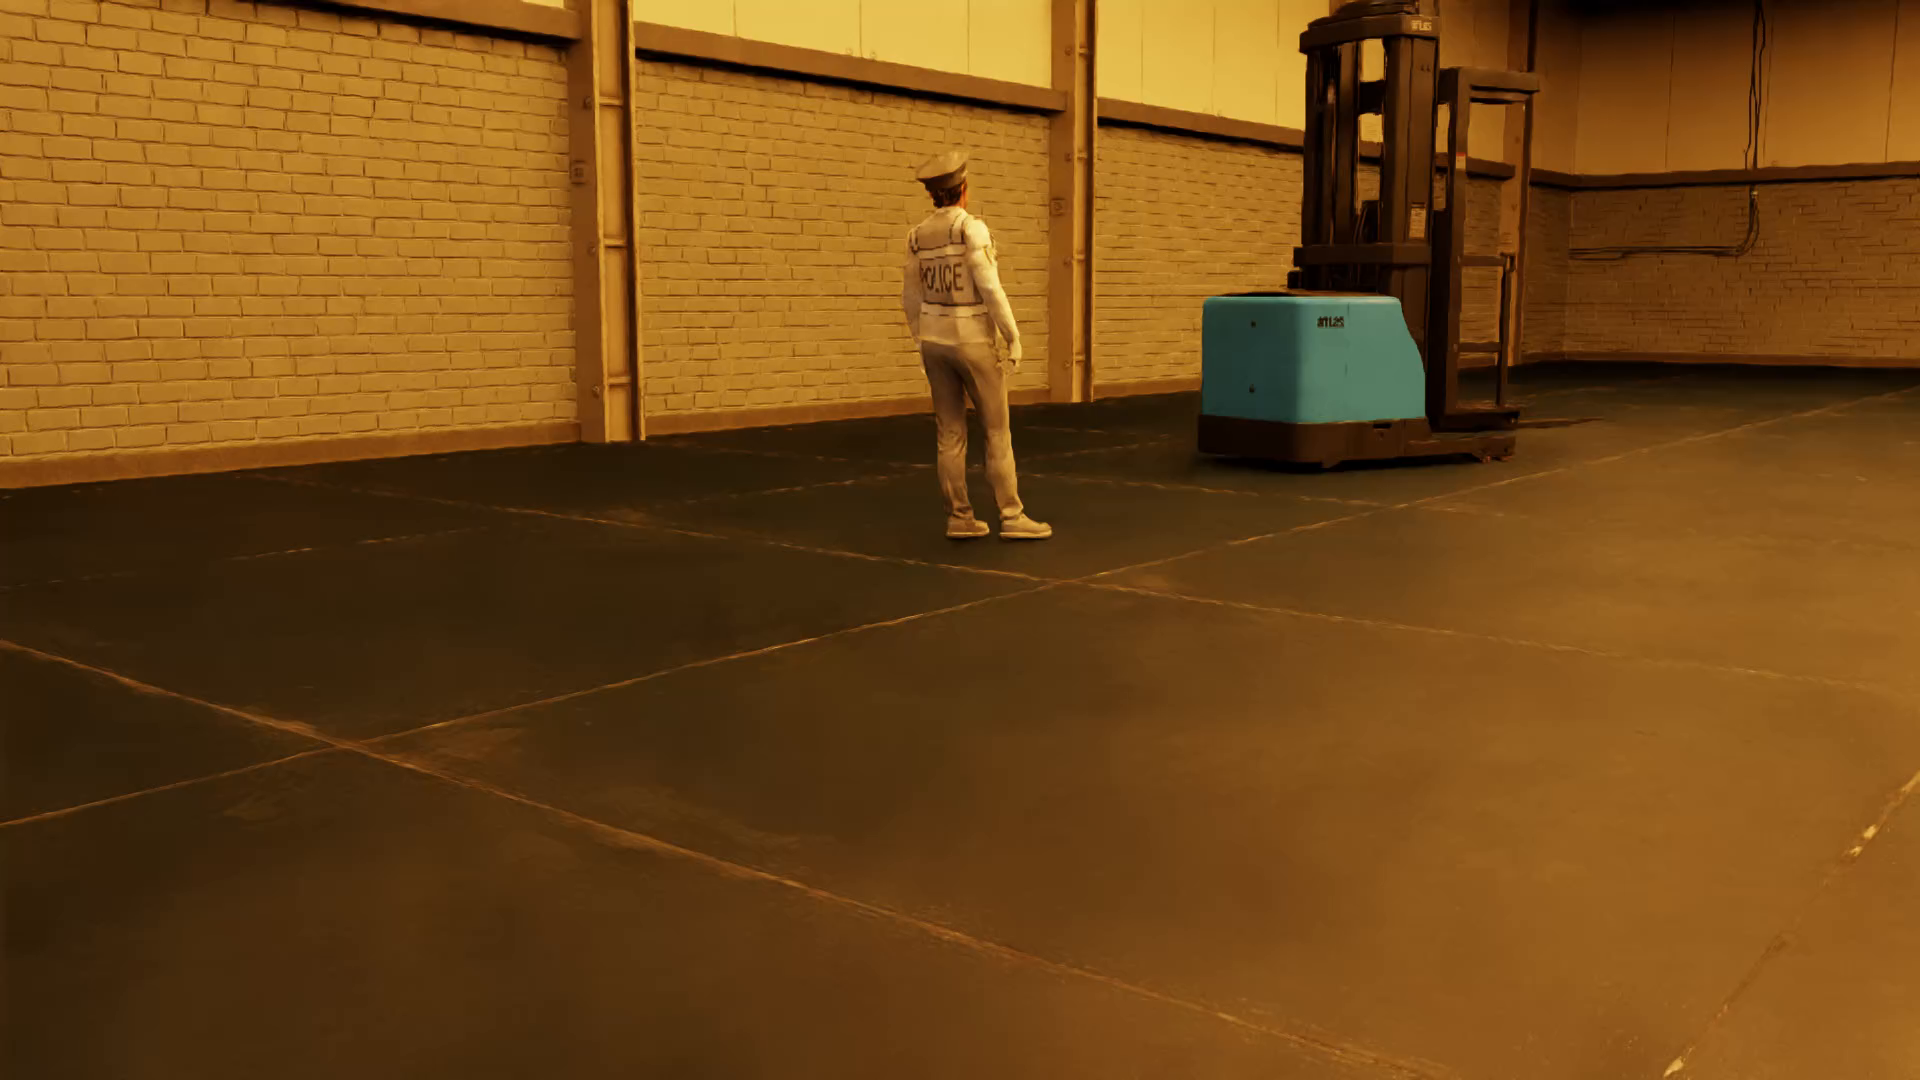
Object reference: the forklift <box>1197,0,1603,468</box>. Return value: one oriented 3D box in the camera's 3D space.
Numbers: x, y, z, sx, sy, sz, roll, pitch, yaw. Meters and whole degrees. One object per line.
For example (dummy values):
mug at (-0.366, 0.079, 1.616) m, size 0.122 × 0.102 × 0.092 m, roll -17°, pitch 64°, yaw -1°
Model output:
forklift at (3.093, -2.025, 11.118) m, size 3.031 × 2.935 × 1.130 m, roll -5°, pitch 10°, yaw -31°

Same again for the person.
person at (0.048, -0.853, 7.329) m, size 0.586 × 1.695 × 0.532 m, roll 7°, pitch 11°, yaw 38°
